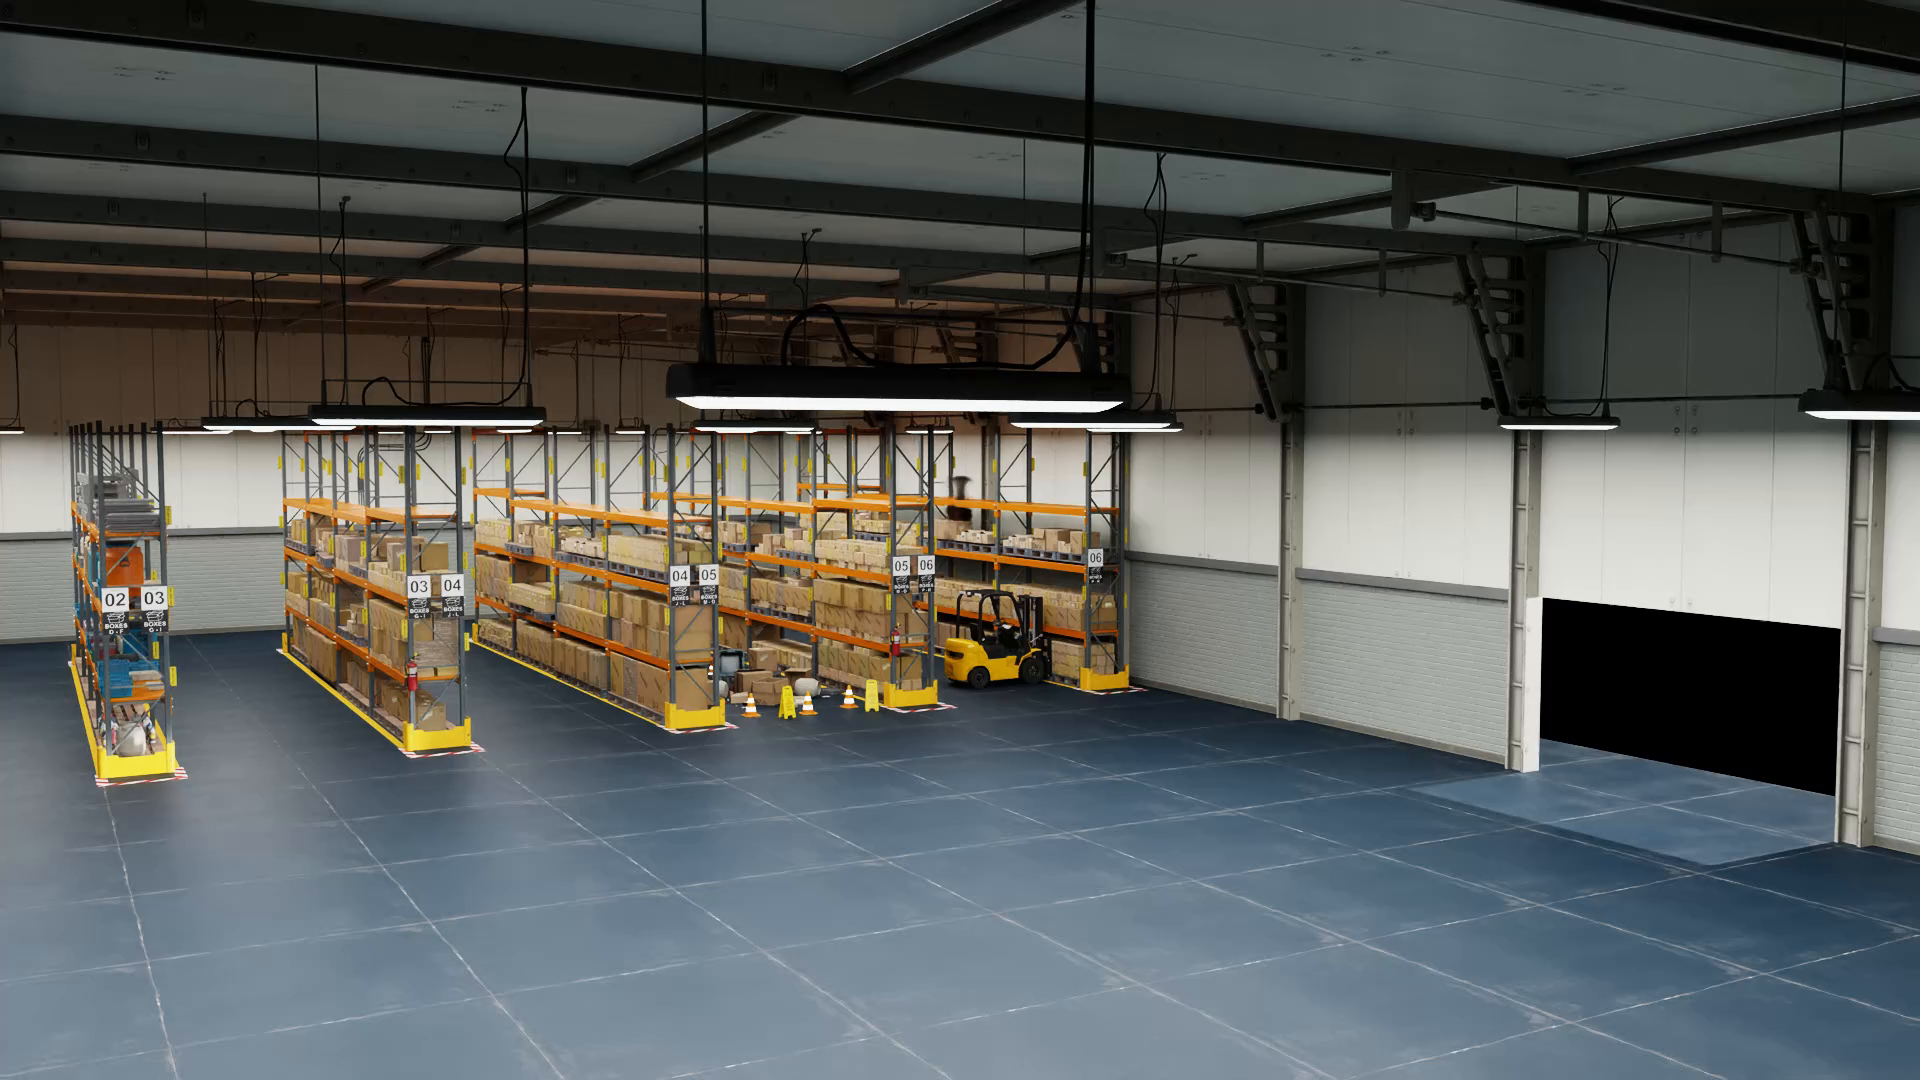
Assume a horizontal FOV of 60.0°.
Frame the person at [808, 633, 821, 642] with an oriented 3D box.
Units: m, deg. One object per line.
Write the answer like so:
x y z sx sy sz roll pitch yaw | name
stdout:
-4.196 1.996 46.245 0.633 1.733 0.473 0 4 -6 | person
